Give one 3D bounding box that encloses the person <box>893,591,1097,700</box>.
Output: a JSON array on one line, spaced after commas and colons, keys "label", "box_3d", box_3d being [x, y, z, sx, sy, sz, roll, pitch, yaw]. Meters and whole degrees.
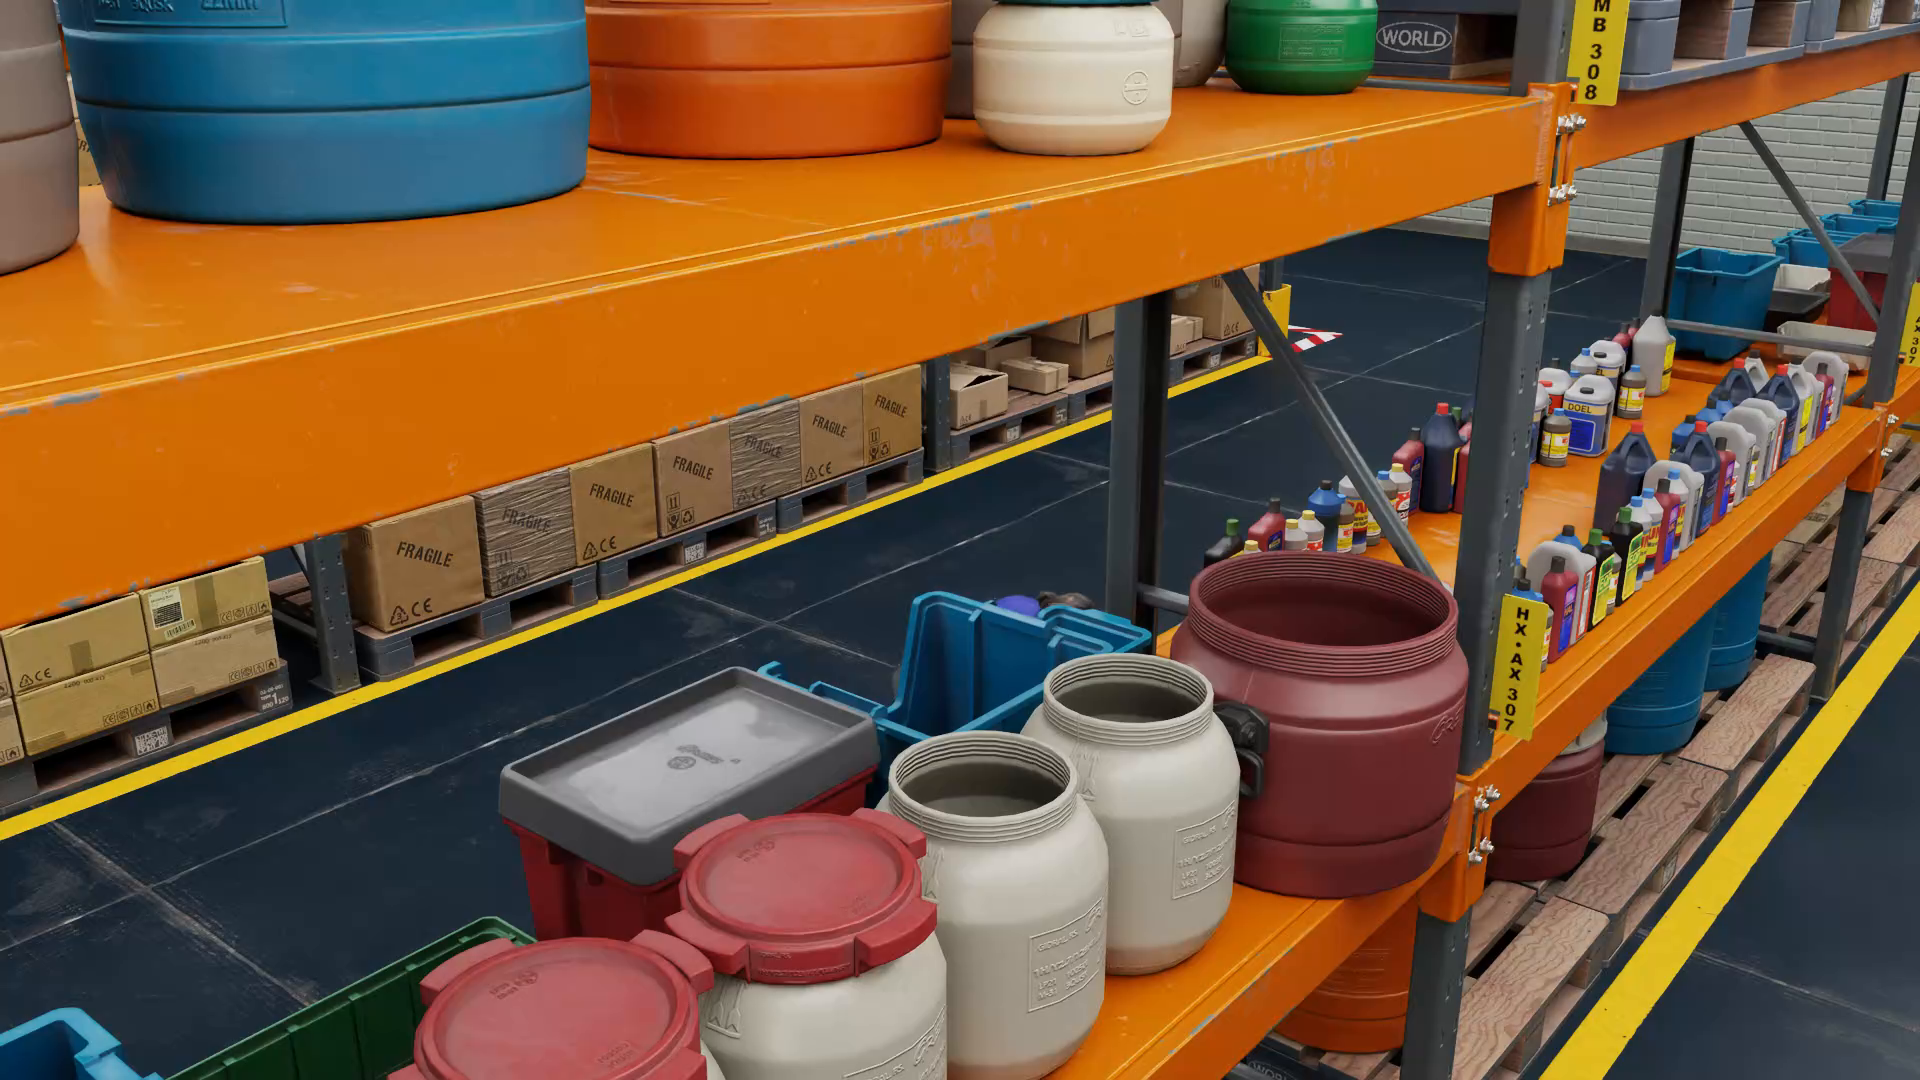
[{"label": "person", "box_3d": [0.145, 0.589, 6.024, 0.820, 0.955, 0.453, 15, 25, 35]}]
